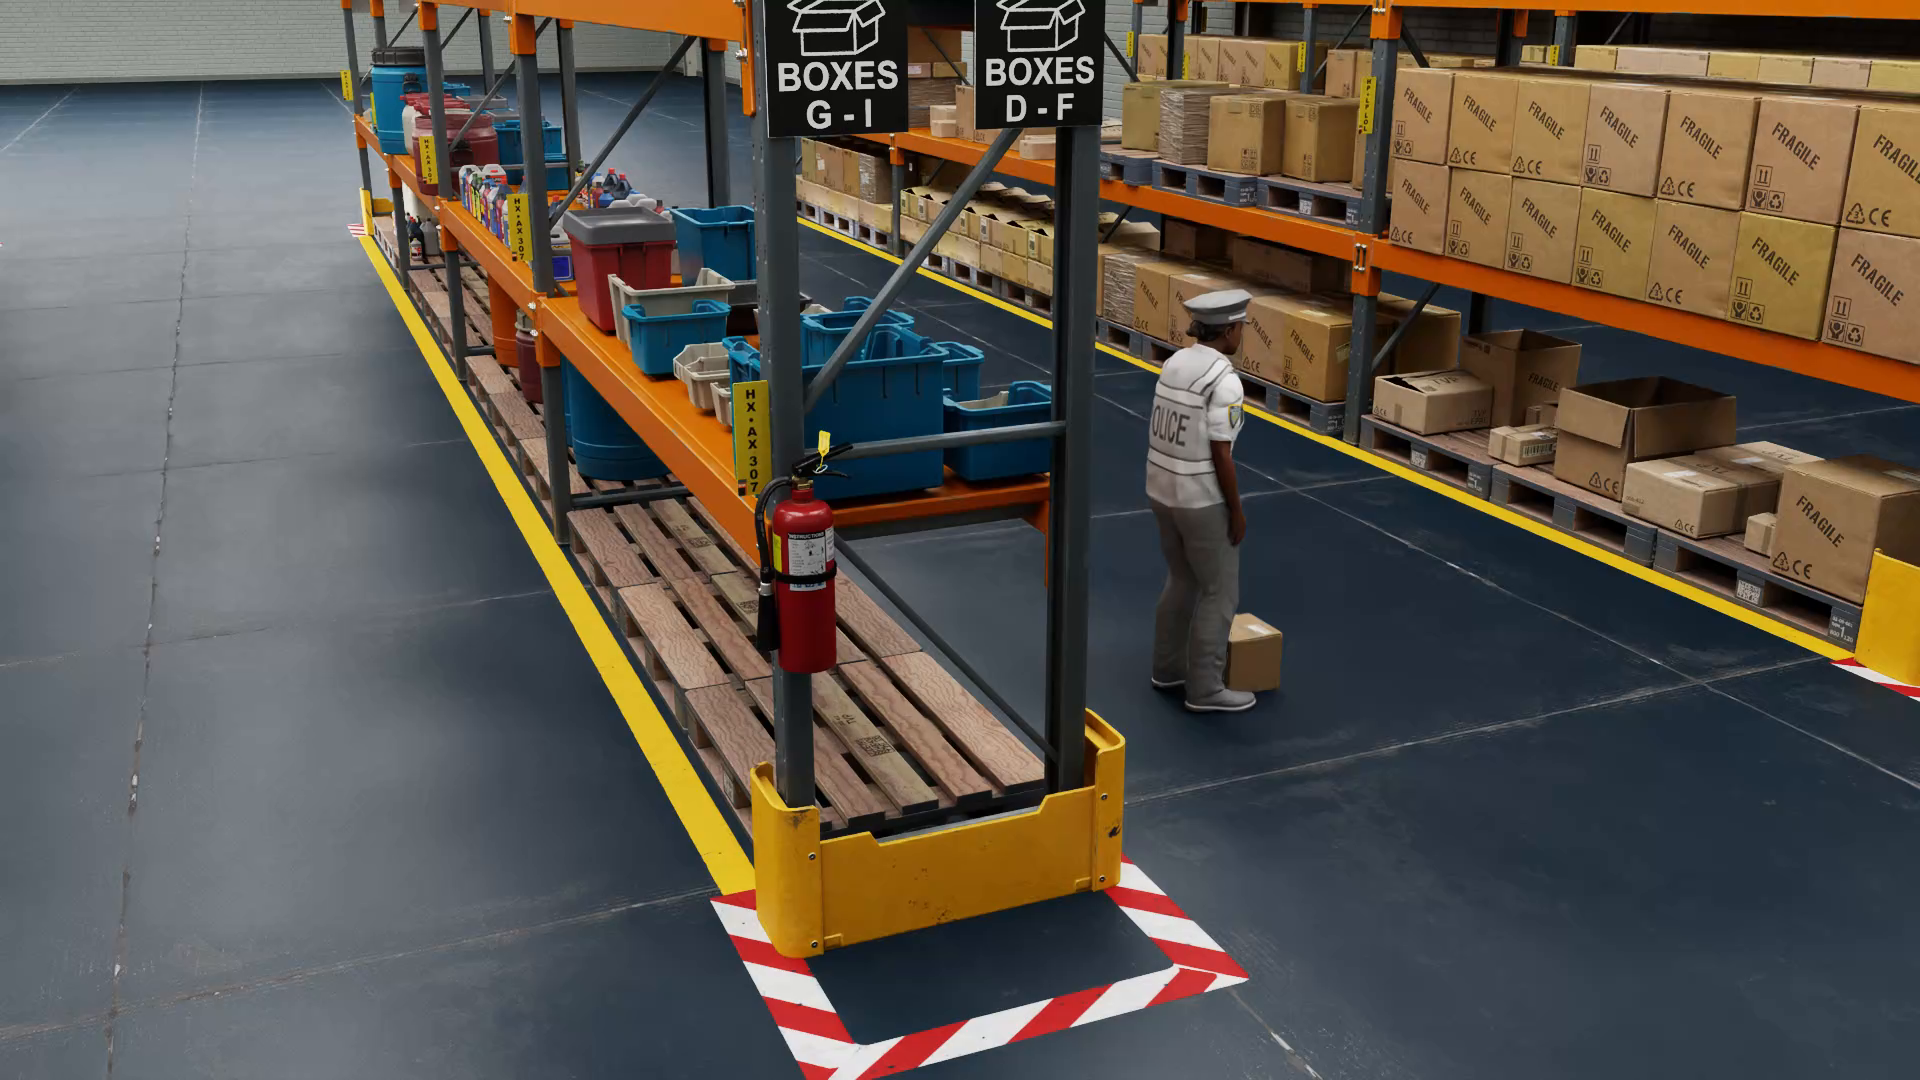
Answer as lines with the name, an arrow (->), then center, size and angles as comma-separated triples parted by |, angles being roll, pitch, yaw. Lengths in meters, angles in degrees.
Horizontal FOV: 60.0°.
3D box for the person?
person -> 0.955, -0.152, 6.604 | 0.388, 1.659, 0.506 | -9, 21, -24
